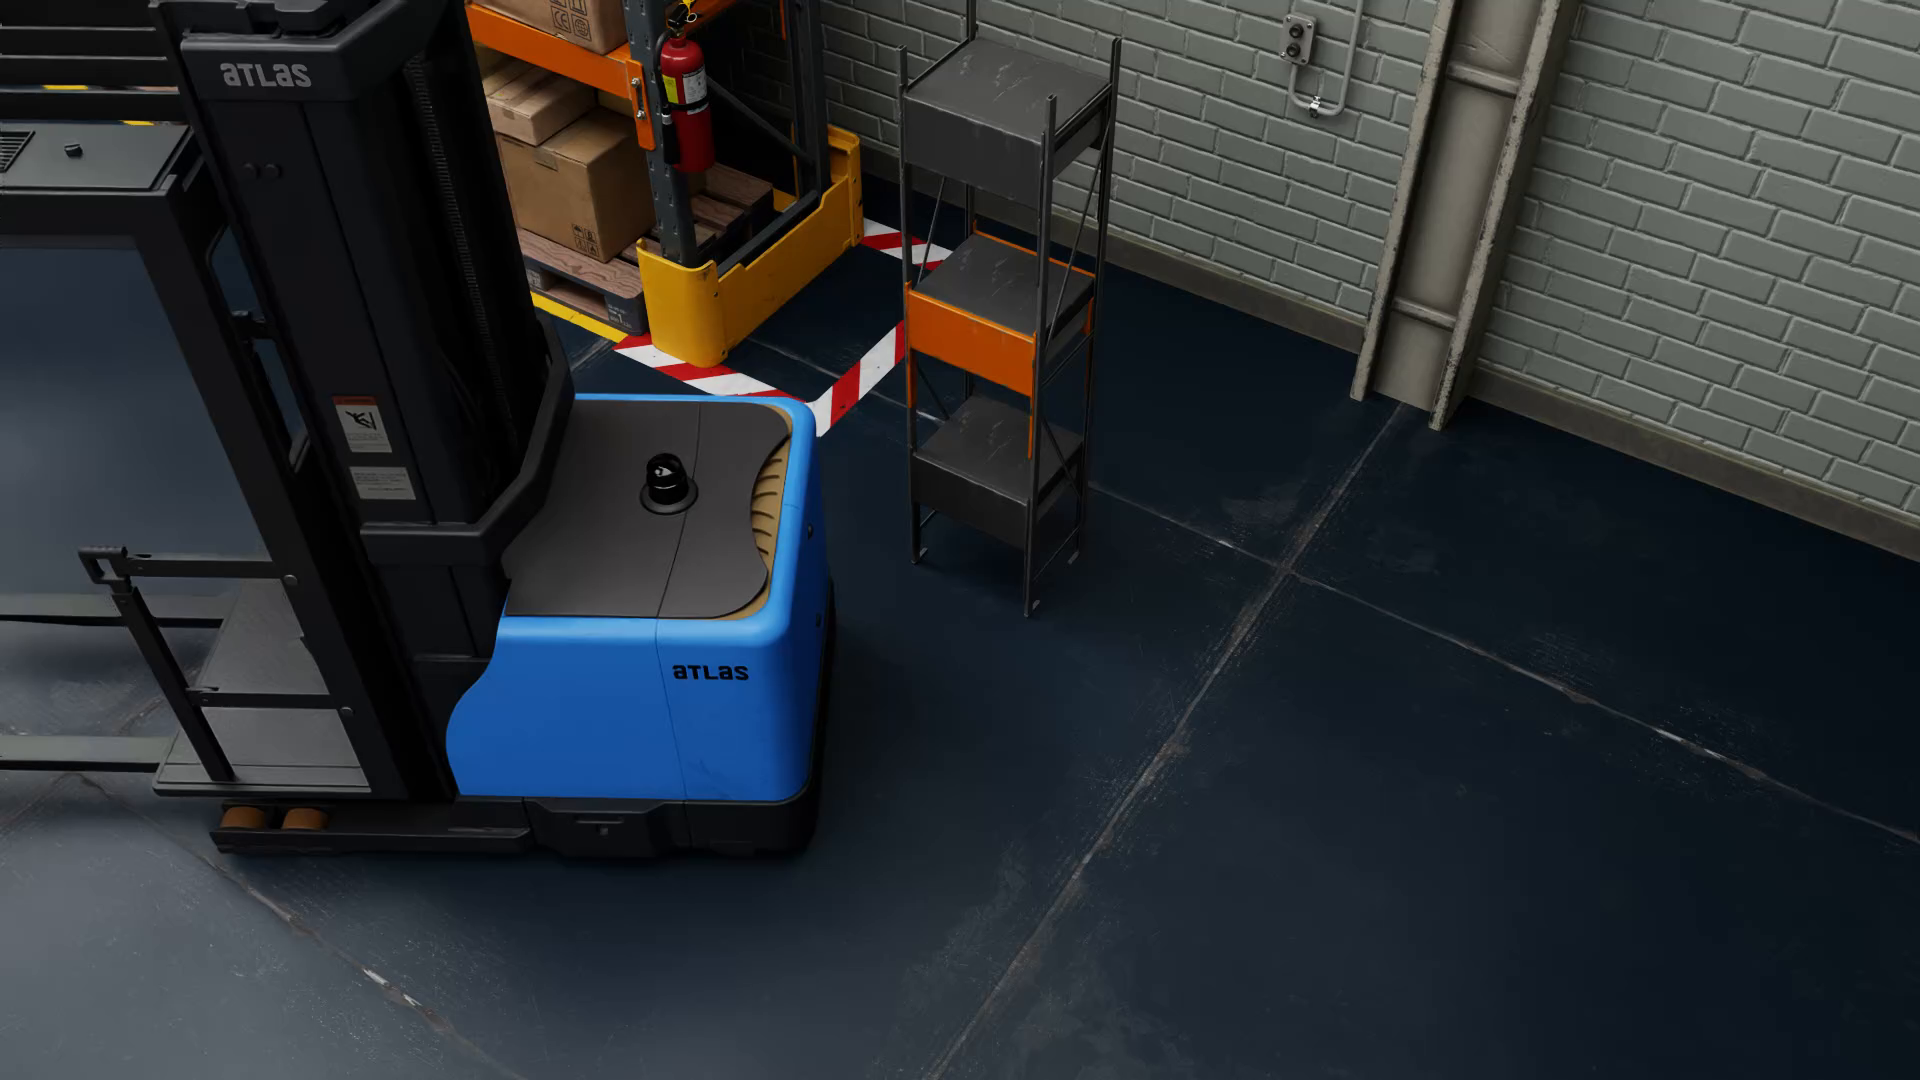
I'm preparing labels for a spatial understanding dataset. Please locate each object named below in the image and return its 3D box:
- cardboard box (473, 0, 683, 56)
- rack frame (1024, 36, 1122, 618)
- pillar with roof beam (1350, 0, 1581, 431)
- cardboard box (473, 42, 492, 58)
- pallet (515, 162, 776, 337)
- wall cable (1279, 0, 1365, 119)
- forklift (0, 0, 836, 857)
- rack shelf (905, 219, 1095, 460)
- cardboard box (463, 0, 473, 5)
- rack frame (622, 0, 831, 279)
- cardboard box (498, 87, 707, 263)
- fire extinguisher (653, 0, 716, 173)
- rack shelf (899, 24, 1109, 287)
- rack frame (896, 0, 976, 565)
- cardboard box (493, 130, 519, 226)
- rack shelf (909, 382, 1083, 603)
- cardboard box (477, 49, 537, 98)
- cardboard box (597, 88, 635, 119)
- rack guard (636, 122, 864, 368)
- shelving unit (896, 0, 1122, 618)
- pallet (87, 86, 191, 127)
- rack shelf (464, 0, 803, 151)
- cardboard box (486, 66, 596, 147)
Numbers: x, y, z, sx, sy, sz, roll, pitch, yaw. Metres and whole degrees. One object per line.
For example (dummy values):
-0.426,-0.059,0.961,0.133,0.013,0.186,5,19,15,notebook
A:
-1.328,-2.469,6.348,0.700,0.700,0.980,27,52,24,cardboard box
0.345,-0.573,5.343,0.015,2.100,0.400,25,51,22,rack frame
-0.478,-1.141,1.084,0.400,9.000,9.100,25,51,22,pillar with roof beam
-1.960,-2.250,7.343,0.250,0.149,0.380,25,51,22,cardboard box
-1.608,-1.463,7.525,1.213,0.211,1.003,25,51,22,pallet
0.695,-2.602,5.979,1.851,1.984,0.084,25,51,22,wall cable
-1.961,-0.402,4.597,3.031,2.935,1.130,1,46,1,forklift
0.139,-0.658,5.444,0.480,0.518,0.431,25,51,22,rack shelf
-1.946,-2.744,6.615,0.700,0.700,0.980,24,51,22,cardboard box
-0.893,-2.173,6.270,0.127,3.000,1.000,25,51,22,rack frame
-1.536,-1.659,7.220,0.500,0.500,0.700,25,51,22,cardboard box
-1.015,-1.679,6.104,0.183,0.674,0.296,25,51,22,fire extinguisher
0.139,-1.146,4.942,0.480,0.518,0.431,25,51,22,rack shelf
-0.066,-0.762,5.526,0.015,2.100,0.400,25,51,22,rack frame
-1.958,-1.852,7.409,0.500,0.500,0.700,25,51,22,cardboard box
0.139,-0.170,5.946,0.480,0.518,0.431,25,51,22,rack shelf
-1.958,-1.923,7.025,0.250,0.149,0.380,26,51,23,cardboard box
-1.323,-1.957,7.058,0.250,0.149,0.380,25,51,22,cardboard box
-0.873,-1.292,7.157,0.348,0.500,1.175,25,51,22,rack guard
0.139,-0.668,5.435,0.503,2.100,0.431,25,51,22,shelving unit
-3.662,-2.408,8.443,1.213,0.211,1.003,25,51,22,pallet
-2.577,-2.696,7.280,4.000,0.370,1.077,25,51,22,rack shelf
-1.743,-1.824,6.929,0.250,0.149,0.380,24,51,22,cardboard box
